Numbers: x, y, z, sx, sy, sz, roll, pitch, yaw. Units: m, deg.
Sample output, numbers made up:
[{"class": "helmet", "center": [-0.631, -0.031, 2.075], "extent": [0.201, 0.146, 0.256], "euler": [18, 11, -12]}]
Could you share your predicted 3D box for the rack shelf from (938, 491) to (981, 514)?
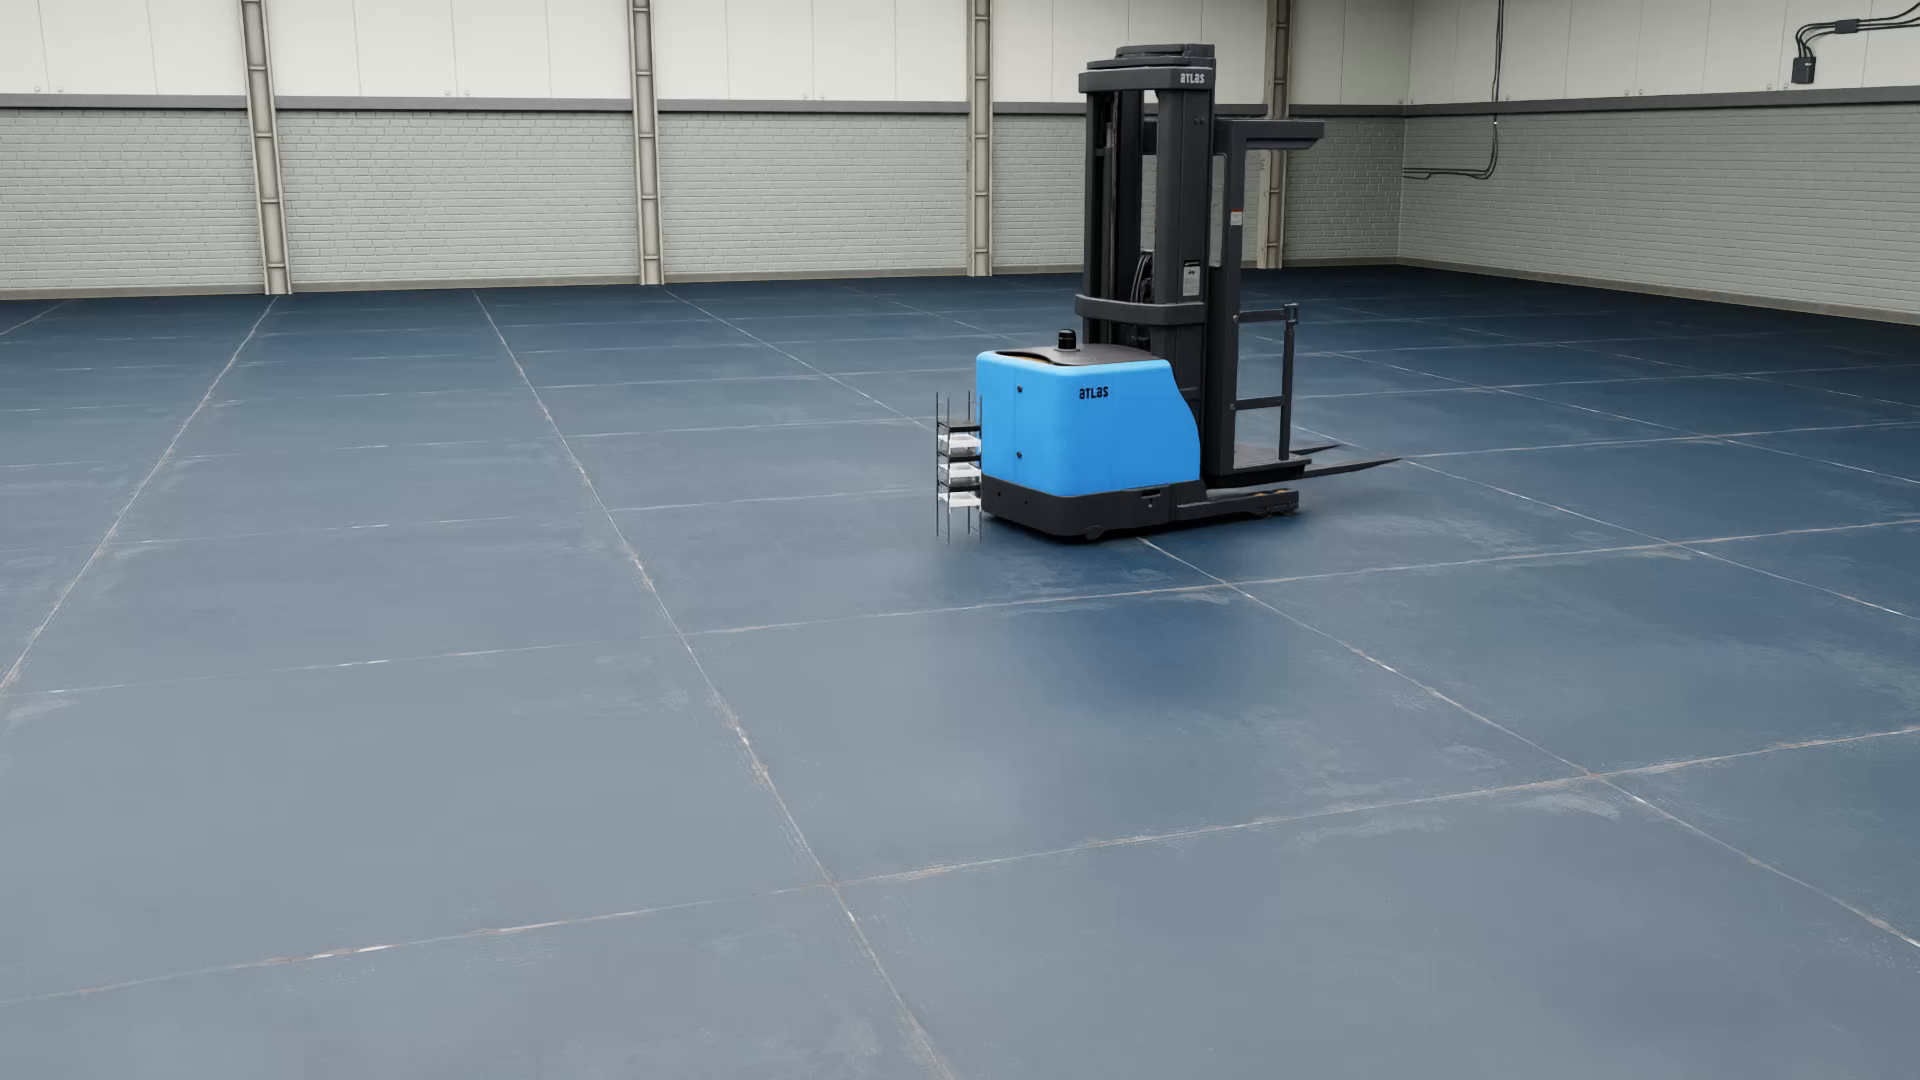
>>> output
[{"class": "rack shelf", "center": [-0.008, -0.230, 10.086], "extent": [0.200, 0.077, 0.258], "euler": [-4, 14, -18]}]

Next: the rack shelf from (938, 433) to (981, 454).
[{"class": "rack shelf", "center": [-0.008, -0.580, 10.002], "extent": [0.200, 0.077, 0.258], "euler": [-4, 14, -18]}]

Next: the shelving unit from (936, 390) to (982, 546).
[{"class": "shelving unit", "center": [-0.008, -0.437, 10.036], "extent": [0.210, 0.900, 0.258], "euler": [-4, 14, -18]}]

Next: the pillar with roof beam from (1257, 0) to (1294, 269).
[{"class": "pillar with roof beam", "center": [7.413, -8.752, 27.489], "extent": [0.400, 9.000, 9.100], "euler": [-4, 14, -18]}]

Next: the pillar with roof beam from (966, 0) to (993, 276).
[{"class": "pillar with roof beam", "center": [1.726, -8.309, 25.627], "extent": [0.400, 9.000, 9.100], "euler": [-4, 14, -18]}]

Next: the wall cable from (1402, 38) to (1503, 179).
[{"class": "wall cable", "center": [9.254, -8.113, 31.513], "extent": [0.112, 2.526, 3.097], "euler": [-4, 14, -18]}]

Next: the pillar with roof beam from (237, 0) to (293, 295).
[{"class": "pillar with roof beam", "center": [-9.647, -7.423, 21.904], "extent": [0.400, 9.000, 9.100], "euler": [-4, 14, -18]}]

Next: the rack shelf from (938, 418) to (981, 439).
[{"class": "rack shelf", "center": [-0.008, -0.667, 9.981], "extent": [0.200, 0.077, 0.258], "euler": [-4, 14, -18]}]

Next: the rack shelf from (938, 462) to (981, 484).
[{"class": "rack shelf", "center": [-0.008, -0.405, 10.044], "extent": [0.200, 0.077, 0.258], "euler": [-4, 14, -18]}]

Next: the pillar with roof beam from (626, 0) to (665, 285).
[{"class": "pillar with roof beam", "center": [-3.961, -7.866, 23.766], "extent": [0.400, 9.000, 9.100], "euler": [-4, 14, -18]}]

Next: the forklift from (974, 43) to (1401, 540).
[{"class": "forklift", "center": [1.610, -1.658, 10.780], "extent": [3.031, 2.935, 1.130], "euler": [-8, 16, -31]}]

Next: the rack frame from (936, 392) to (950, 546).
[{"class": "rack frame", "center": [-0.104, -0.430, 10.005], "extent": [0.006, 0.900, 0.240], "euler": [-4, 14, -18]}]

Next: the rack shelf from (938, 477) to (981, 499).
[{"class": "rack shelf", "center": [-0.008, -0.317, 10.065], "extent": [0.200, 0.077, 0.258], "euler": [-4, 14, -18]}]

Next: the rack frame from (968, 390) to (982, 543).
[{"class": "rack frame", "center": [0.089, -0.445, 10.068], "extent": [0.006, 0.900, 0.240], "euler": [-4, 14, -18]}]

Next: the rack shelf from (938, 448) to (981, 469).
[{"class": "rack shelf", "center": [-0.008, -0.492, 10.023], "extent": [0.200, 0.077, 0.258], "euler": [-4, 14, -18]}]

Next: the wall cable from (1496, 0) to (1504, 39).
[{"class": "wall cable", "center": [10.116, -9.976, 28.434], "extent": [0.112, 2.526, 3.097], "euler": [-4, 14, -18]}]

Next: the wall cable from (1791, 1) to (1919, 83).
[{"class": "wall cable", "center": [12.266, -9.194, 22.001], "extent": [0.169, 6.003, 2.305], "euler": [-4, 14, -18]}]
